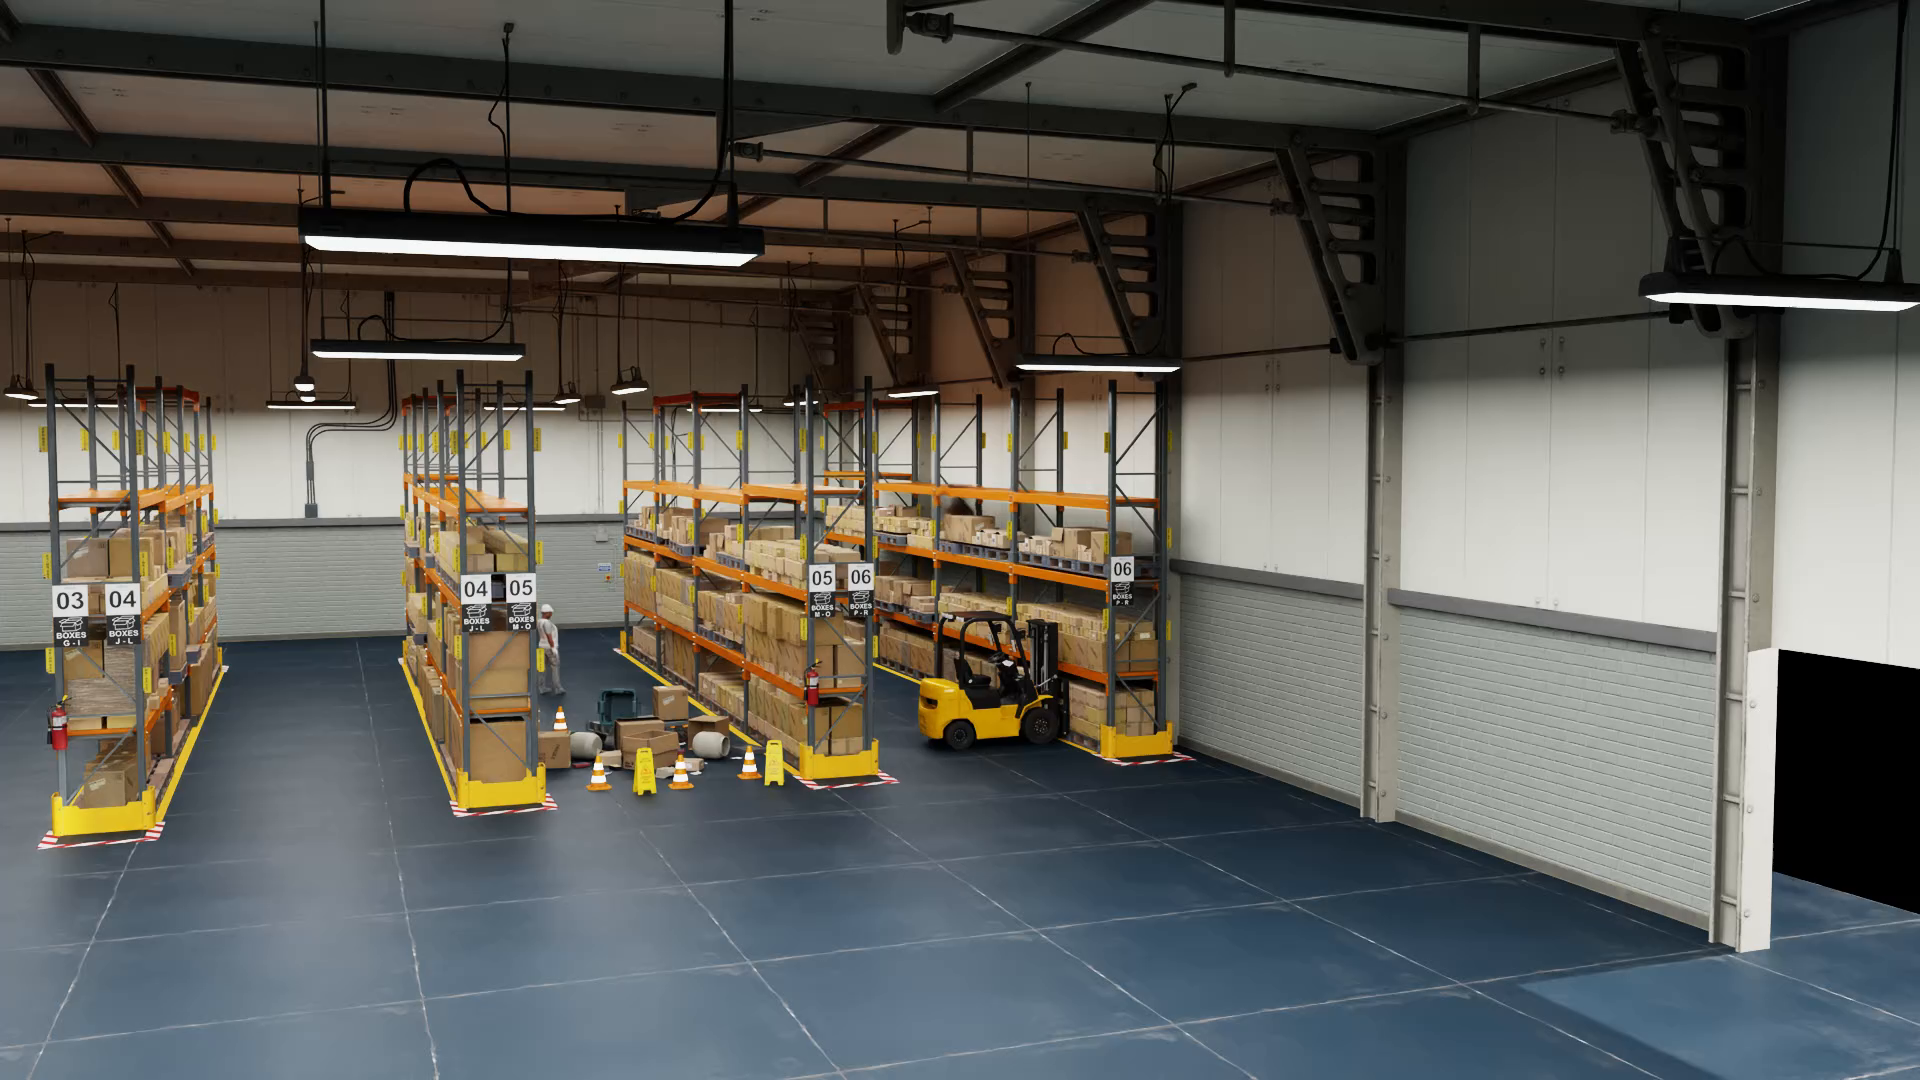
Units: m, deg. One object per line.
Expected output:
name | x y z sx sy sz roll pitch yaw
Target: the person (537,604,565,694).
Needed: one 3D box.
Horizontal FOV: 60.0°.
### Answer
person | -8.169 2.170 33.129 0.633 1.780 0.496 3 4 39
